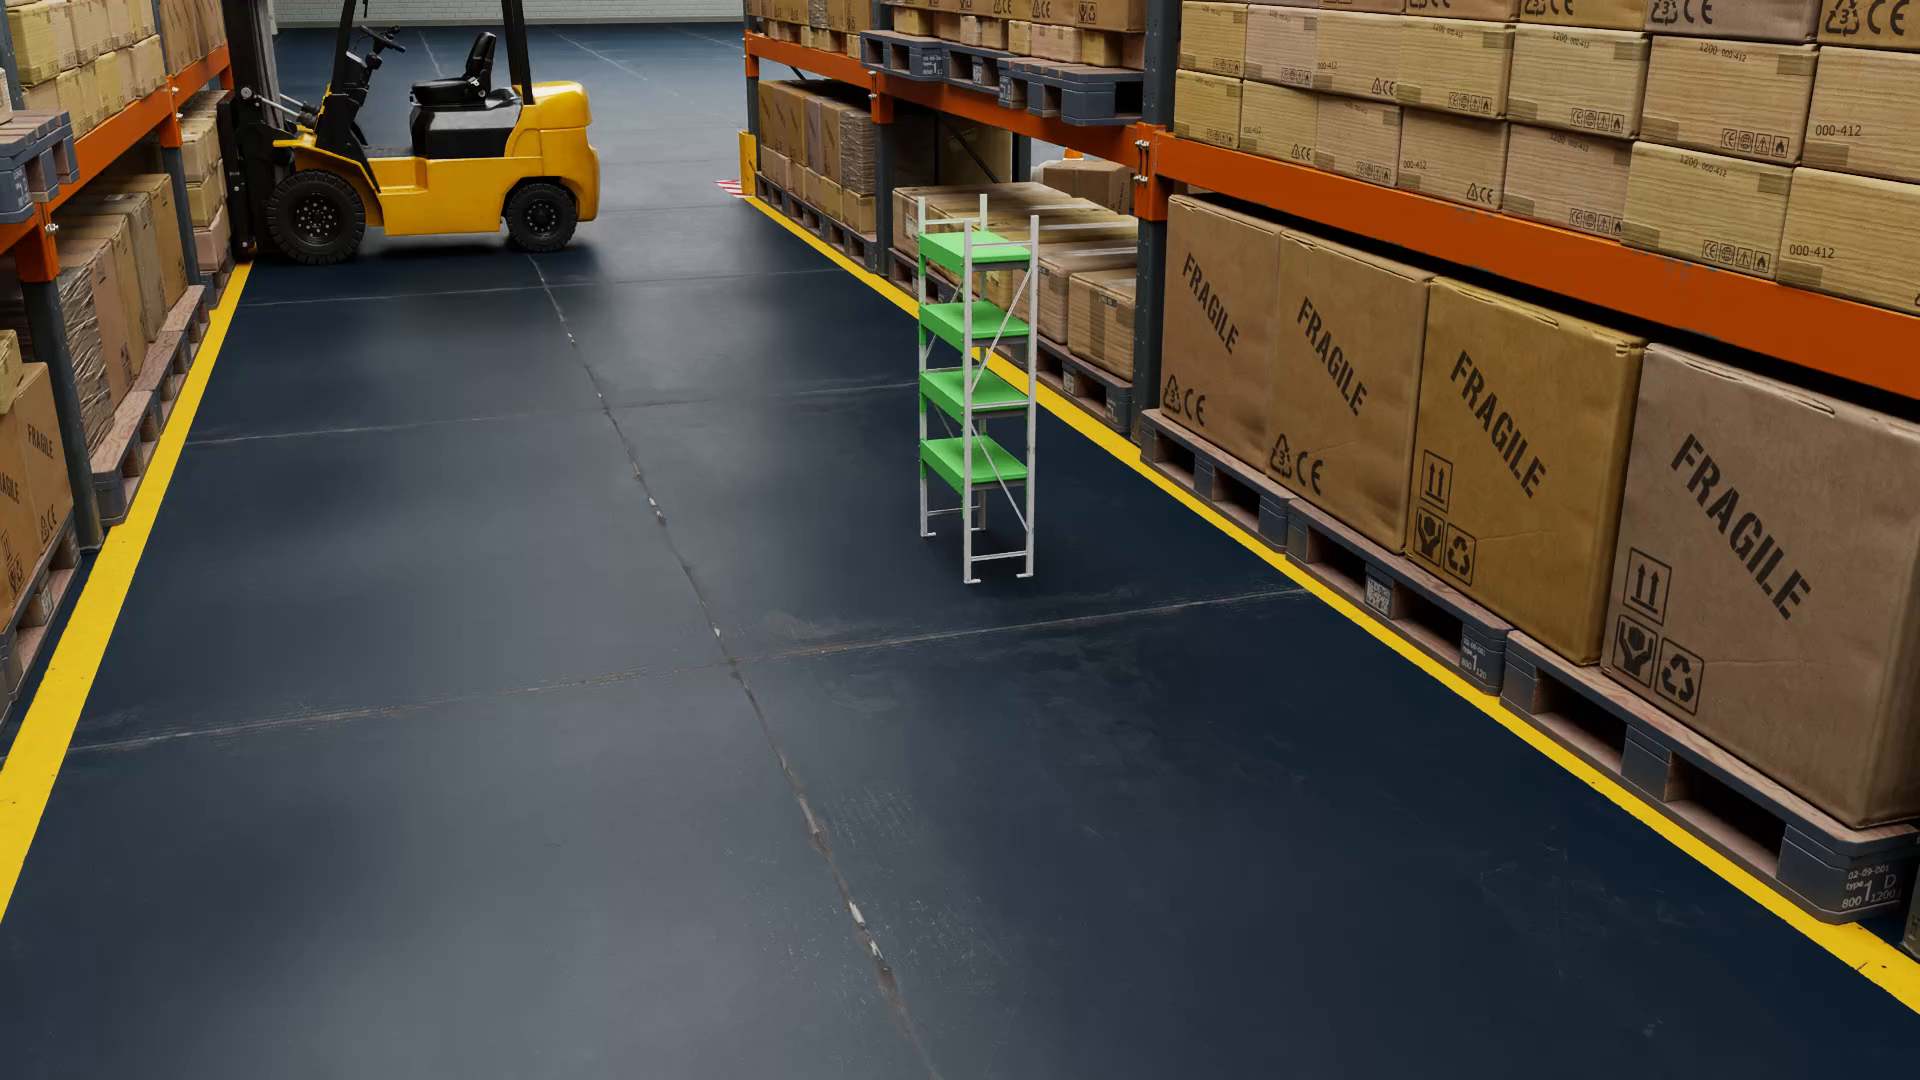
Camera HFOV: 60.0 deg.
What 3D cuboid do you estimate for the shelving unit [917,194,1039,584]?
[{"bbox_3d":[0.052,-0.512,5.566,0.258,1.200,0.503,-6,21,-17],"label":"shelving unit"}]

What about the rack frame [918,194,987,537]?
[{"bbox_3d":[-0.025,-0.590,5.784,0.240,1.200,0.015,-6,21,-17],"label":"rack frame"}]

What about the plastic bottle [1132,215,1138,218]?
[{"bbox_3d":[1.335,-2.378,12.448,0.133,0.061,0.283,-3,20,-8],"label":"plastic bottle"}]

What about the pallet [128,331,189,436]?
[{"bbox_3d":[-4.095,-0.683,7.505,1.003,0.211,1.213,-6,21,-17],"label":"pallet"}]

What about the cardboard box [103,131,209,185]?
[{"bbox_3d":[-4.605,-2.182,9.522,0.500,0.250,0.500,-7,21,-18],"label":"cardboard box"}]

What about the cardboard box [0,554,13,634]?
[{"bbox_3d":[-2.842,0.085,4.319,0.500,0.500,0.500,-5,20,-15],"label":"cardboard box"}]

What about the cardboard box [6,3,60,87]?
[{"bbox_3d":[-3.377,-1.672,5.615,0.500,0.250,0.500,-6,21,-17],"label":"cardboard box"}]

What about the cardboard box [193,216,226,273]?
[{"bbox_3d":[-4.588,-1.713,9.696,0.500,0.250,0.500,-6,21,-17],"label":"cardboard box"}]

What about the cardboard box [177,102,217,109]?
[{"bbox_3d":[-5.233,-2.838,11.349,0.500,0.250,0.500,-6,21,-17],"label":"cardboard box"}]

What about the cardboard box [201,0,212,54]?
[{"bbox_3d":[-5.288,-3.488,11.043,0.500,0.500,0.500,-7,21,-18],"label":"cardboard box"}]

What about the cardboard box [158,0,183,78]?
[{"bbox_3d":[-4.642,-2.837,9.229,0.500,0.500,0.500,-7,21,-19],"label":"cardboard box"}]

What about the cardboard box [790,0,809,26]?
[{"bbox_3d":[-0.917,-3.946,11.876,0.500,0.500,0.500,-7,21,-18],"label":"cardboard box"}]

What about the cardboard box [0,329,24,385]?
[{"bbox_3d":[-3.098,-0.531,5.074,0.380,0.149,0.250,-7,21,-20],"label":"cardboard box"}]

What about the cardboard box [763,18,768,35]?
[{"bbox_3d":[-1.387,-4.182,13.495,0.380,0.149,0.250,-6,21,-17],"label":"cardboard box"}]

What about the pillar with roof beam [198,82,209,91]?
[{"bbox_3d":[-6.330,-10.716,22.438,9.100,9.000,0.400,-6,21,-17],"label":"pillar with roof beam"}]

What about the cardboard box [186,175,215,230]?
[{"bbox_3d":[-4.610,-1.946,9.605,0.500,0.250,0.500,-6,21,-17],"label":"cardboard box"}]

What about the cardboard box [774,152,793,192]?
[{"bbox_3d":[-1.153,-2.882,12.950,0.500,0.250,0.500,-6,21,-15],"label":"cardboard box"}]

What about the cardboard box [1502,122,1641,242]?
[{"bbox_3d":[1.795,-0.955,4.359,0.500,0.250,0.500,-7,21,-19],"label":"cardboard box"}]

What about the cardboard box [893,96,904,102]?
[{"bbox_3d":[-0.310,-2.960,12.056,0.500,0.500,0.500,-5,20,-14],"label":"cardboard box"}]

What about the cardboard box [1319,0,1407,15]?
[{"bbox_3d":[1.454,-1.872,5.064,0.500,0.500,0.500,-6,21,-16],"label":"cardboard box"}]

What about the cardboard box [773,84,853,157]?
[{"bbox_3d":[-1.129,-3.225,12.795,0.500,0.500,0.500,-7,21,-19],"label":"cardboard box"}]

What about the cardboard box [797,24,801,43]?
[{"bbox_3d":[-0.998,-3.765,12.333,0.380,0.149,0.250,-6,21,-15],"label":"cardboard box"}]

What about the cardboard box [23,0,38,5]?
[{"bbox_3d":[-3.399,-1.907,5.682,0.380,0.149,0.250,-6,21,-16],"label":"cardboard box"}]

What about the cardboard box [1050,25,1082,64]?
[{"bbox_3d":[0.617,-2.178,7.294,0.380,0.149,0.250,-7,21,-18],"label":"cardboard box"}]

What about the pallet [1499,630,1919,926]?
[{"bbox_3d":[2.161,0.492,4.235,1.003,0.211,1.213,-6,21,-17],"label":"pallet"}]

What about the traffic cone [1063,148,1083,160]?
[{"bbox_3d":[1.010,-3.464,14.876,0.336,0.463,0.334,-6,21,-17],"label":"traffic cone"}]

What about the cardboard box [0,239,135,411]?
[{"bbox_3d":[-3.889,-0.826,6.671,0.875,0.625,0.625,-6,21,-15],"label":"cardboard box"}]

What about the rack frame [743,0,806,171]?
[{"bbox_3d":[-1.297,-4.432,13.817,1.000,3.000,0.127,-6,21,-17],"label":"rack frame"}]

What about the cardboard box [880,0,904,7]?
[{"bbox_3d":[-0.165,-3.352,9.602,0.500,0.500,0.500,-6,21,-16],"label":"cardboard box"}]

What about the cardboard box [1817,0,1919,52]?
[{"bbox_3d":[2.096,-1.215,3.235,0.500,0.500,0.500,-6,21,-15],"label":"cardboard box"}]

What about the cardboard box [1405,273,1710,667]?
[{"bbox_3d":[1.913,-0.258,4.719,0.875,0.875,0.875,-6,21,-16],"label":"cardboard box"}]

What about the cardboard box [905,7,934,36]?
[{"bbox_3d":[-0.096,-2.935,9.402,0.380,0.149,0.250,-6,21,-16],"label":"cardboard box"}]

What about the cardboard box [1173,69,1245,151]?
[{"bbox_3d":[1.133,-1.610,6.183,0.500,0.250,0.500,-7,21,-18],"label":"cardboard box"}]

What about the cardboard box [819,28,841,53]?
[{"bbox_3d":[-0.752,-3.426,11.390,0.380,0.149,0.250,-7,21,-18],"label":"cardboard box"}]

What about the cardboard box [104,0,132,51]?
[{"bbox_3d":[-4.030,-2.325,7.434,0.500,0.250,0.500,-6,21,-16],"label":"cardboard box"}]

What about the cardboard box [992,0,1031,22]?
[{"bbox_3d":[0.478,-2.692,7.765,0.500,0.500,0.500,-8,21,-21],"label":"cardboard box"}]

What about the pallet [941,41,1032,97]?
[{"bbox_3d":[0.557,-2.405,8.459,1.003,0.211,1.213,-6,21,-17],"label":"pallet"}]

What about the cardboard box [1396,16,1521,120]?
[{"bbox_3d":[1.596,-1.349,4.717,0.500,0.250,0.500,-6,21,-16],"label":"cardboard box"}]

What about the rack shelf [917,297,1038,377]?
[{"bbox_3d":[0.052,-0.677,5.506,0.258,0.148,0.480,-6,21,-17],"label":"rack shelf"}]

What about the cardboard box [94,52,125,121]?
[{"bbox_3d":[-3.884,-1.927,7.065,0.500,0.250,0.500,-6,21,-15],"label":"cardboard box"}]

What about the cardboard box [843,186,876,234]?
[{"bbox_3d":[-0.481,-2.213,11.086,0.500,0.250,0.500,-5,20,-15],"label":"cardboard box"}]

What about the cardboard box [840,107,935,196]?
[{"bbox_3d":[-0.480,-2.566,10.960,0.500,0.500,0.500,-7,21,-18],"label":"cardboard box"}]

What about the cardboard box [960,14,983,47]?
[{"bbox_3d":[0.217,-2.595,8.455,0.380,0.149,0.250,-6,20,-15],"label":"cardboard box"}]

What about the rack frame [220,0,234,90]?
[{"bbox_3d":[-6.008,-3.903,12.346,1.000,3.000,0.127,-6,21,-17],"label":"rack frame"}]

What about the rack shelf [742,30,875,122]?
[{"bbox_3d":[-0.668,-3.451,12.152,1.077,0.370,4.000,-6,21,-17],"label":"rack shelf"}]

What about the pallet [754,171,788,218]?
[{"bbox_3d":[-1.051,-2.830,13.484,1.003,0.211,1.213,-6,21,-17],"label":"pallet"}]

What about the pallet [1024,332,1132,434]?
[{"bbox_3d":[0.973,-0.803,7.840,1.003,0.211,1.213,-6,21,-17],"label":"pallet"}]

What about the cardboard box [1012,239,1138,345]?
[{"bbox_3d":[0.810,-1.244,8.208,0.950,0.372,0.625,-7,21,-18],"label":"cardboard box"}]
